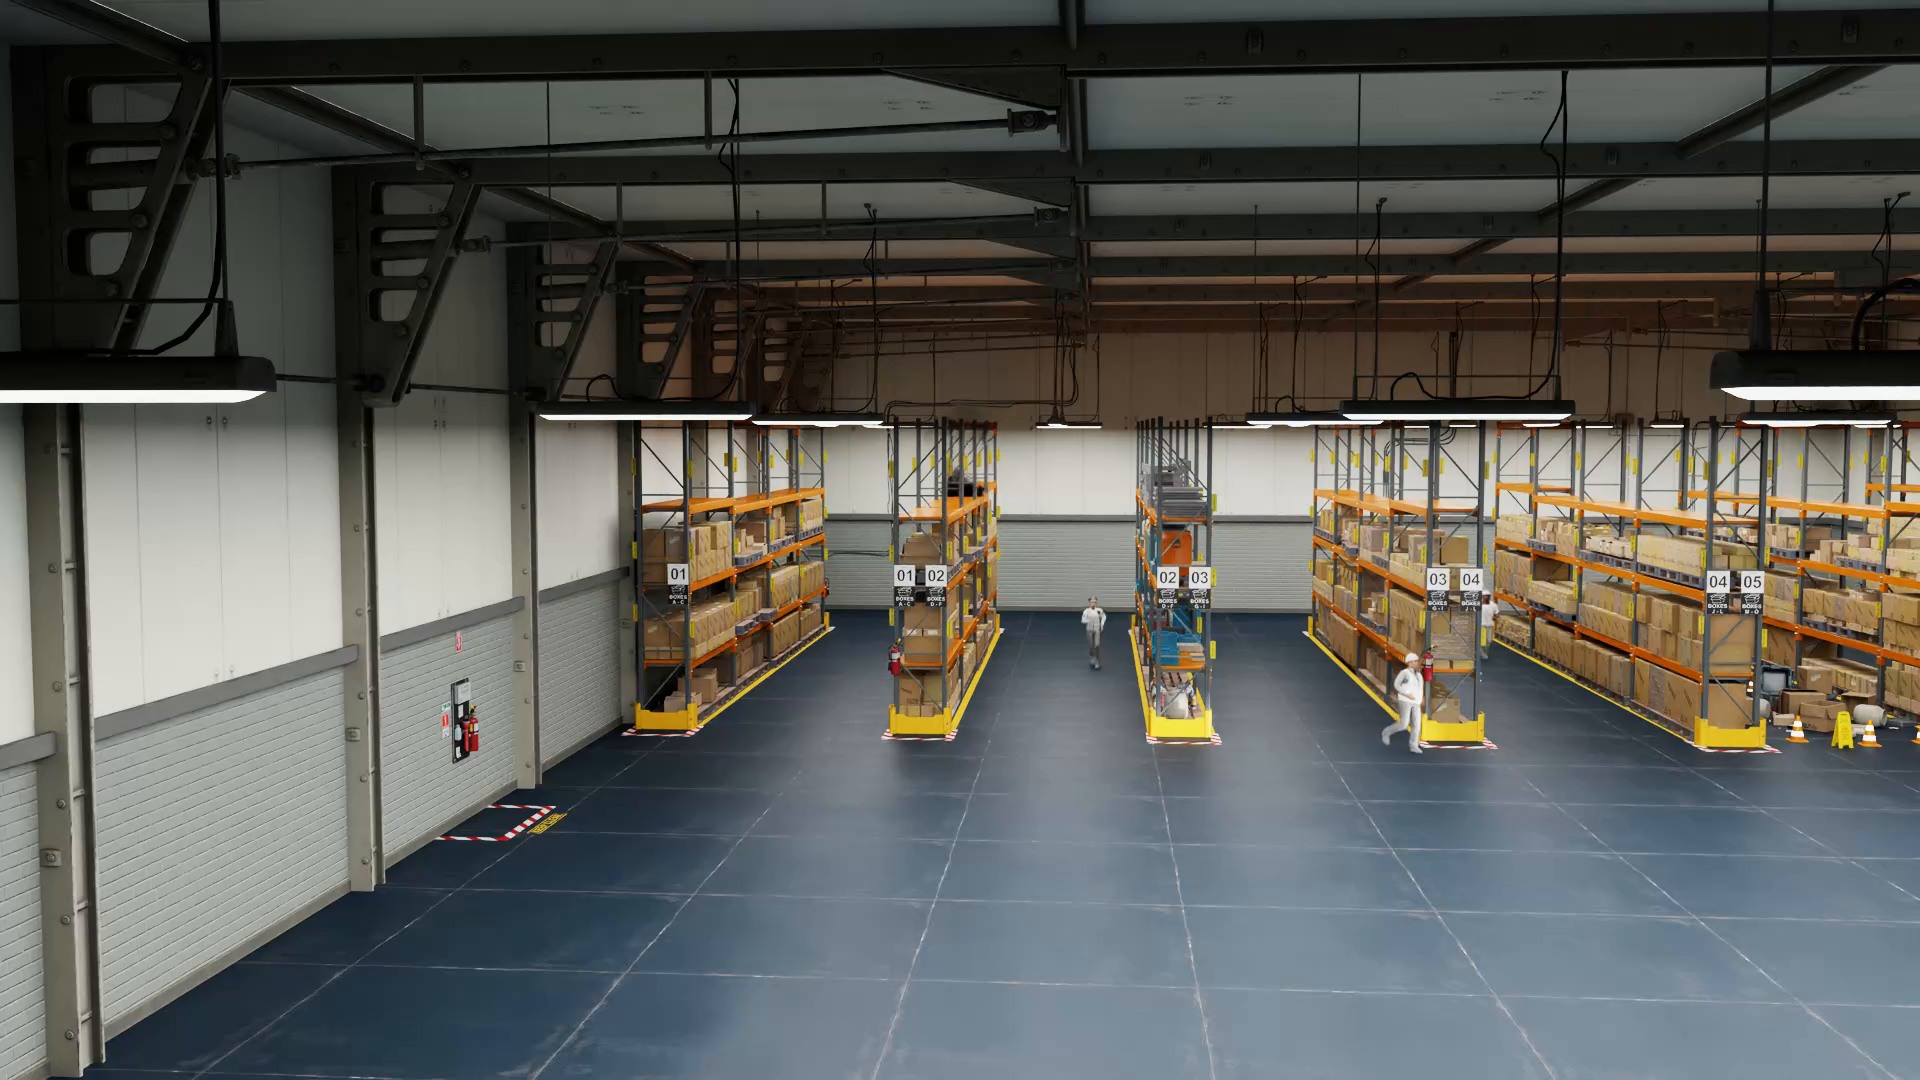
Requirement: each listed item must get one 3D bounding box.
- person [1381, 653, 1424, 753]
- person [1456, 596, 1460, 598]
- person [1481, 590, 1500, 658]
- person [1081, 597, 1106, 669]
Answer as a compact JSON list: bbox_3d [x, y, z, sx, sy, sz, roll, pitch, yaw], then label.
[{"bbox_3d":[8.107,2.903,29.837,0.714,1.729,0.871,-2,4,-32],"label":"person"},{"bbox_3d":[13.654,1.815,46.648,0.924,1.736,0.695,-3,5,-37],"label":"person"},{"bbox_3d":[13.182,2.125,41.689,0.695,1.720,0.626,0,4,5],"label":"person"},{"bbox_3d":[3.246,2.246,40.416,0.594,1.753,0.739,0,4,6],"label":"person"}]
